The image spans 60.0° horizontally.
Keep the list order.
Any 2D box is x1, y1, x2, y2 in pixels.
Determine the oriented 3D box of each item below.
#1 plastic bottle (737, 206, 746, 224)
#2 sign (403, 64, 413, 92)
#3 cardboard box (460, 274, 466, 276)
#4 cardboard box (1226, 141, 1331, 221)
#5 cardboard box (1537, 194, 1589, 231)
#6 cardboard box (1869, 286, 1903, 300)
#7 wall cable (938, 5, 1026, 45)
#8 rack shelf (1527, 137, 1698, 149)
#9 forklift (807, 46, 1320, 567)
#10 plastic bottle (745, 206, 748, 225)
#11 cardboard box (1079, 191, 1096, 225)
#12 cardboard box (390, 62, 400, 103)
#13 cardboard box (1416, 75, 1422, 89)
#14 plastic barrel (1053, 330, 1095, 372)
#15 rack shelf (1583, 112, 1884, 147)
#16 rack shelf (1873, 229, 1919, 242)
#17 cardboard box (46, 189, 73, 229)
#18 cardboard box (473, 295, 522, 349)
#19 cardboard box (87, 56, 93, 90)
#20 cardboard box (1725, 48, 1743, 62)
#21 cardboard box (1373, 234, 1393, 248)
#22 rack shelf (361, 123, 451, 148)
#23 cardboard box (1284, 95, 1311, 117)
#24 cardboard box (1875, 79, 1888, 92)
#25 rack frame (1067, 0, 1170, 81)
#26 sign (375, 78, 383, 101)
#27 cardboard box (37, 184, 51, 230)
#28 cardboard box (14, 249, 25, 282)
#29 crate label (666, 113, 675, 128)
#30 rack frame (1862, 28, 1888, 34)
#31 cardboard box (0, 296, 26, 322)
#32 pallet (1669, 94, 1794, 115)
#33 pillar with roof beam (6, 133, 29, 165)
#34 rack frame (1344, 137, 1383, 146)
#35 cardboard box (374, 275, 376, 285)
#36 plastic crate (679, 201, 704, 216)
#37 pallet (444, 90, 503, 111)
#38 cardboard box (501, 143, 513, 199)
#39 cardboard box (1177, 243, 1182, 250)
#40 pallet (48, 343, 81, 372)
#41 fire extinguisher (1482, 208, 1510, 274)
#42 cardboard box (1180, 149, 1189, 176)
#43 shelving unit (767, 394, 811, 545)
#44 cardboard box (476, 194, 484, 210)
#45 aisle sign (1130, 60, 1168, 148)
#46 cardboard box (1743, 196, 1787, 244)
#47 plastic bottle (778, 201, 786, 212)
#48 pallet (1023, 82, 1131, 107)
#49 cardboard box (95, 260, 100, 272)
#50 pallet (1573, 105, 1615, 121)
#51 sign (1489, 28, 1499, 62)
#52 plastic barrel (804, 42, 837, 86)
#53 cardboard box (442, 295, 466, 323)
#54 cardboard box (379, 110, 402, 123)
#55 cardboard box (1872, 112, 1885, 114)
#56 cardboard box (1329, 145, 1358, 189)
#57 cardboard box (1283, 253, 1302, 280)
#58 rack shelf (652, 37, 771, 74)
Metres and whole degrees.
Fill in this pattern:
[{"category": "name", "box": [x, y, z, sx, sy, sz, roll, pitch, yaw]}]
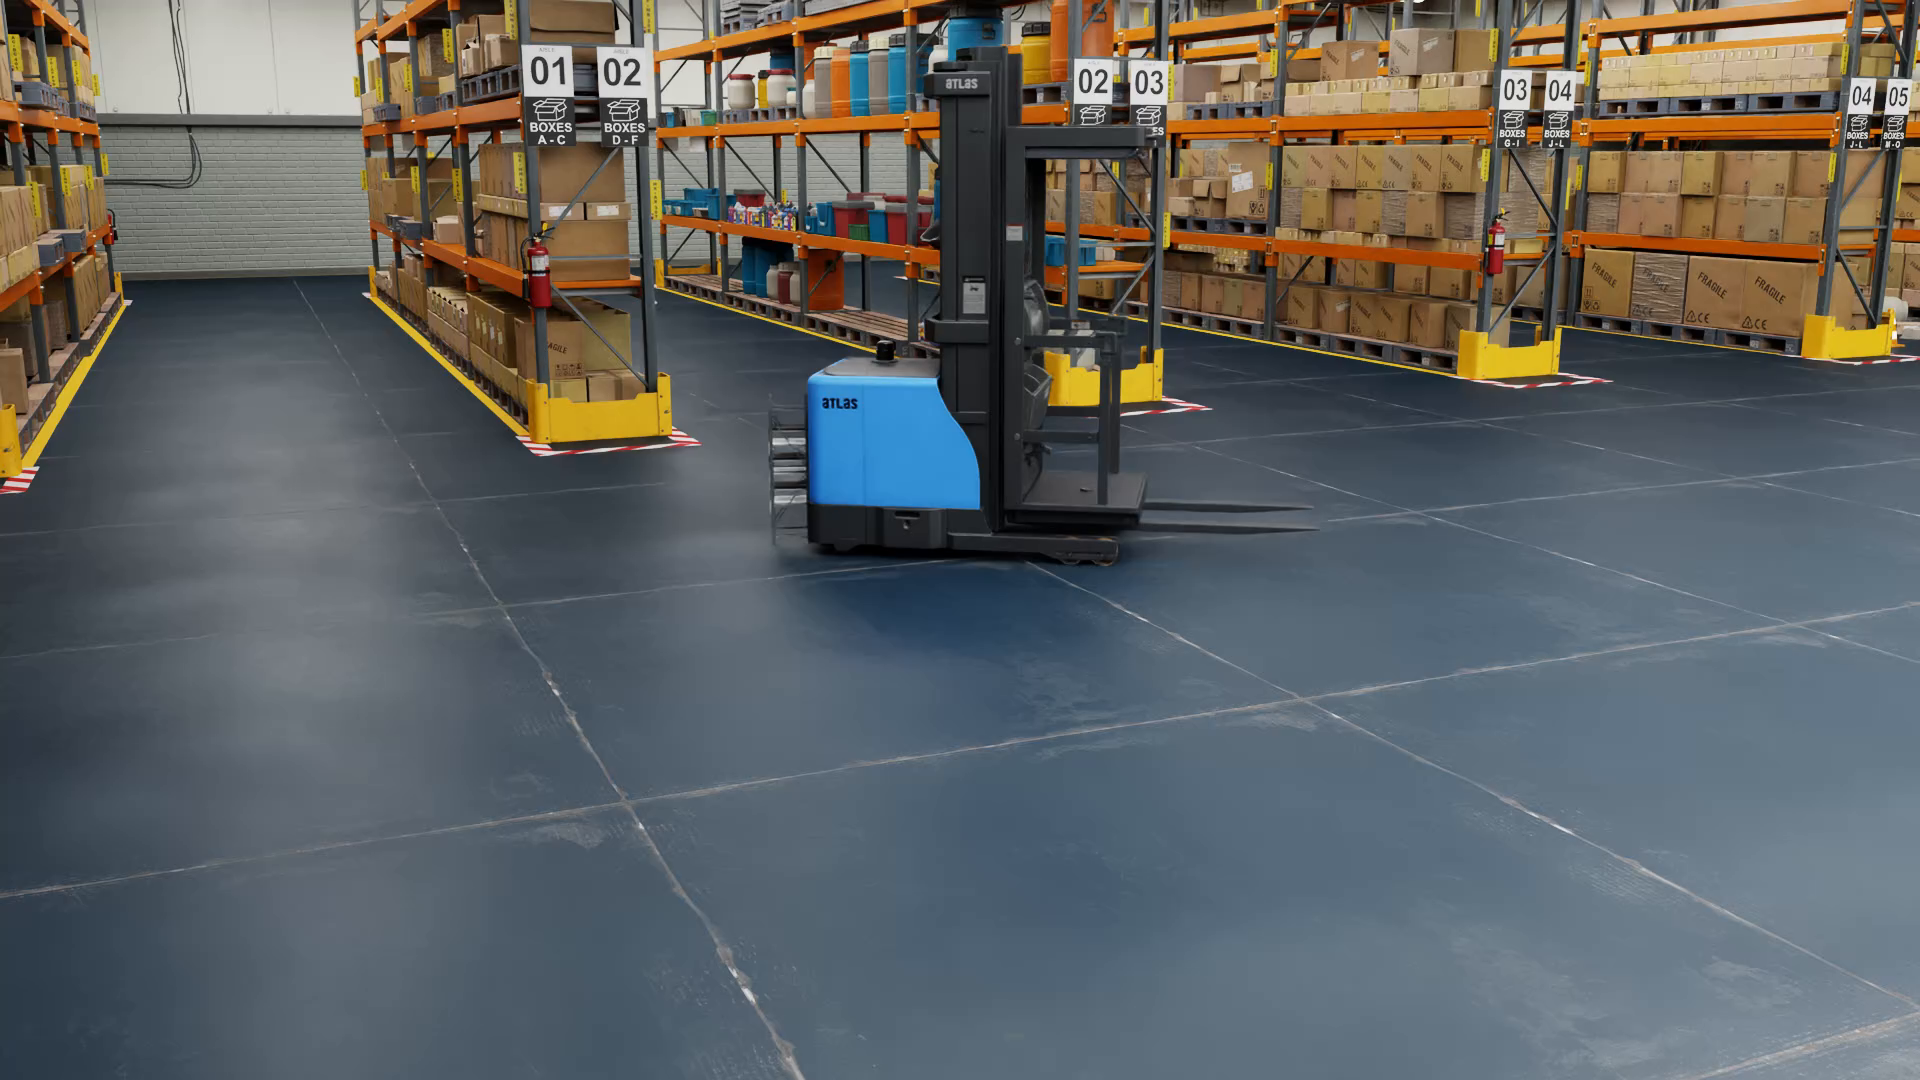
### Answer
[{"category": "plastic bottle", "box": [-3.354, -5.012, 25.649, 0.152, 0.276, 0.135, -6, 14, -23]}, {"category": "sign", "box": [-6.773, -5.670, 20.417, 0.100, 0.325, 0.005, -6, 14, -23]}, {"category": "cardboard box", "box": [-6.821, -3.441, 23.152, 0.500, 0.500, 0.500, -6, 14, -25]}, {"category": "cardboard box", "box": [4.216, -4.747, 21.964, 1.000, 1.000, 1.000, -6, 14, -23]}, {"category": "cardboard box", "box": [8.537, -4.632, 23.511, 0.500, 0.500, 0.500, -6, 14, -23]}, {"category": "cardboard box", "box": [13.699, -3.577, 24.341, 0.500, 0.250, 0.500, -5, 14, -20]}, {"category": "wall cable", "box": [0.492, -12.522, 37.381, 2.277, 5.999, 0.120, -6, 14, -23]}, {"category": "rack shelf", "box": [14.026, -8.594, 35.793, 1.077, 0.370, 4.000, -6, 14, -23]}, {"category": "forklift", "box": [0.646, -1.402, 9.928, 3.031, 2.935, 1.130, 2, 13, 9]}, {"category": "plastic bottle", "box": [-3.226, -4.924, 25.250, 0.061, 0.283, 0.133, -6, 14, -23]}, {"category": "cardboard box", "box": [2.184, -5.131, 25.666, 0.500, 0.500, 0.500, -6, 14, -23]}, {"category": "cardboard box", "box": [-7.743, -6.484, 23.707, 0.600, 0.600, 0.600, -7, 15, -28]}, {"category": "cardboard box", "box": [5.297, -5.081, 18.468, 0.380, 0.149, 0.250, -5, 14, -22]}, {"category": "plastic barrel", "box": [1.136, -1.921, 16.602, 0.421, 0.512, 0.421, 0, 13, 0]}, {"category": "rack shelf", "box": [9.792, -5.198, 21.118, 1.077, 0.370, 4.000, -6, 14, -23]}, {"category": "rack shelf", "box": [14.287, -4.204, 23.478, 1.077, 0.370, 4.000, -6, 14, -23]}, {"category": "cardboard box", "box": [-10.773, -3.884, 19.573, 0.500, 0.500, 0.500, -5, 14, -21]}, {"category": "cardboard box", "box": [-4.566, -2.183, 16.651, 0.500, 0.500, 0.500, -6, 14, -23]}, {"category": "cardboard box", "box": [-13.474, -7.090, 25.217, 0.500, 0.500, 0.500, -6, 14, -23]}, {"category": "cardboard box", "box": [9.638, -5.956, 20.435, 0.380, 0.149, 0.250, -6, 14, -24]}, {"category": "cardboard box", "box": [5.007, -3.465, 19.245, 0.380, 0.149, 0.250, -6, 14, -23]}, {"category": "rack shelf", "box": [-8.679, -6.356, 26.122, 1.077, 0.370, 4.000, -6, 14, -23]}, {"category": "cardboard box", "box": [4.351, -5.345, 20.492, 0.500, 0.250, 0.500, -6, 14, -25]}, {"category": "cardboard box", "box": [10.749, -5.366, 19.653, 0.380, 0.149, 0.250, -6, 14, -23]}, {"category": "rack frame", "box": [1.470, -5.722, 15.135, 1.000, 3.000, 0.127, -6, 14, -23]}, {"category": "sign", "box": [-8.371, -6.494, 23.979, 0.100, 0.325, 0.005, -6, 14, -23]}, {"category": "cardboard box", "box": [-10.615, -3.724, 18.610, 0.700, 0.500, 0.500, -8, 15, -30]}, {"category": "cardboard box", "box": [-8.133, -2.287, 13.887, 0.500, 0.250, 0.500, -5, 14, -22]}, {"category": "crate label", "box": [-4.866, -7.274, 28.823, 0.408, 0.251, 0.502, -6, 14, -23]}, {"category": "rack frame", "box": [16.430, -9.166, 30.017, 1.000, 3.000, 0.127, -6, 14, -23]}, {"category": "cardboard box", "box": [-9.700, -2.334, 16.706, 0.500, 0.250, 0.500, -6, 14, -24]}, {"category": "pallet", "box": [9.794, -5.497, 21.011, 1.003, 0.211, 1.213, -6, 14, -23]}, {"category": "pillar with roof beam", "box": [-11.947, -9.001, 29.304, 9.100, 9.000, 0.400, -6, 14, -23]}, {"category": "rack frame", "box": [8.679, -7.447, 35.895, 1.000, 3.000, 0.127, -6, 14, -23]}, {"category": "cardboard box", "box": [-9.627, -4.366, 27.928, 0.380, 0.149, 0.250, -6, 14, -23]}, {"category": "plastic crate", "box": [-4.615, -5.700, 28.582, 0.416, 0.233, 0.300, -6, 14, -23]}, {"category": "pallet", "box": [-5.038, -4.728, 17.918, 0.805, 0.209, 1.217, -6, 14, -25]}, {"category": "cardboard box", "box": [-3.886, -3.457, 15.557, 0.700, 0.500, 0.500, -6, 14, -23]}, {"category": "cardboard box", "box": [4.462, -5.792, 32.816, 0.380, 0.149, 0.250, -6, 14, -26]}, {"category": "pallet", "box": [-10.501, -2.037, 18.703, 1.003, 0.211, 1.213, -6, 14, -23]}, {"category": "fire extinguisher", "box": [5.631, -3.144, 17.471, 0.296, 0.674, 0.183, -6, 14, -23]}, {"category": "cardboard box", "box": [4.516, -7.330, 32.290, 0.500, 0.500, 0.500, -6, 14, -24]}, {"category": "shelving unit", "box": [-1.047, -0.434, 10.240, 0.258, 0.900, 0.210, -1, 12, -5]}, {"category": "cardboard box", "box": [-4.743, -3.471, 17.053, 0.380, 0.149, 0.250, -6, 14, -23]}, {"category": "aisle sign", "box": [1.767, -4.077, 15.569, 0.394, 0.787, 0.004, -6, 14, -23]}, {"category": "cardboard box", "box": [10.163, -3.931, 20.369, 0.875, 0.550, 0.550, -6, 14, -23]}, {"category": "plastic bottle", "box": [-2.727, -5.043, 25.615, 0.144, 0.351, 0.185, -6, 14, -23]}, {"category": "pallet", "box": [1.228, -4.348, 16.271, 1.003, 0.211, 1.213, -6, 14, -23]}, {"category": "cardboard box", "box": [-12.590, -3.937, 23.903, 0.380, 0.149, 0.250, -5, 14, -21]}, {"category": "pallet", "box": [8.578, -6.053, 23.643, 0.805, 0.209, 1.217, -6, 14, -25]}, {"category": "sign", "box": [5.491, -5.093, 17.108, 0.100, 0.325, 0.005, -6, 14, -23]}, {"category": "plastic barrel", "box": [-1.960, -6.445, 23.027, 0.600, 0.830, 0.708, -6, 14, -23]}, {"category": "cardboard box", "box": [-5.708, -2.689, 19.260, 0.500, 0.311, 0.500, -6, 14, -24]}, {"category": "cardboard box", "box": [-8.316, -6.296, 24.603, 0.500, 0.250, 0.500, -6, 14, -23]}, {"category": "cardboard box", "box": [13.437, -6.161, 24.242, 0.380, 0.149, 0.250, -6, 14, -23]}, {"category": "cardboard box", "box": [4.754, -4.431, 19.764, 0.500, 0.500, 0.500, -6, 14, -23]}, {"category": "cardboard box", "box": [6.053, -4.854, 29.302, 0.500, 0.500, 0.500, -5, 14, -20]}, {"category": "rack shelf", "box": [-4.138, -8.069, 27.759, 1.077, 0.370, 4.000, -6, 14, -23]}]
